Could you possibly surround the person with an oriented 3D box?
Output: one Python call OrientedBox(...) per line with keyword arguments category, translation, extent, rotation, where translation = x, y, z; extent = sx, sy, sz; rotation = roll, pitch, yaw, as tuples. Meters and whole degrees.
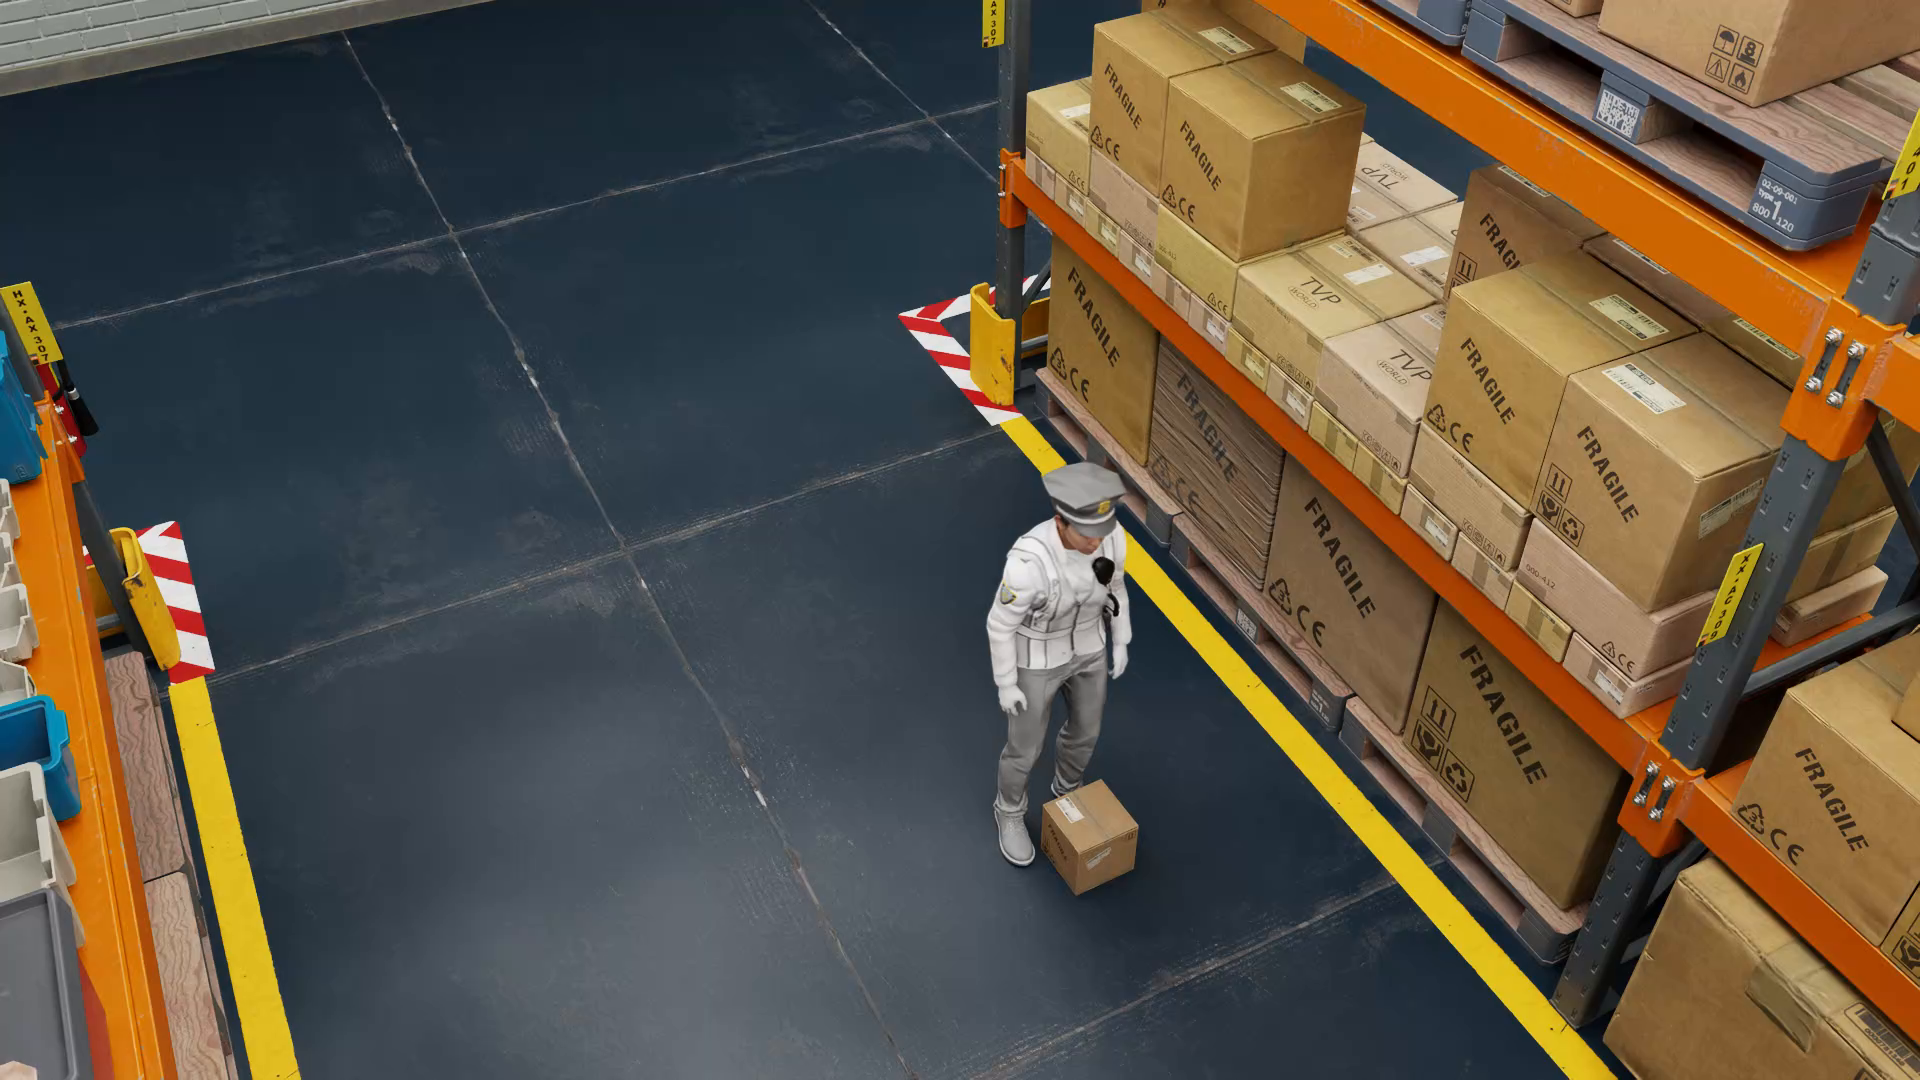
OrientedBox(category="person", translation=(0.343, 0.408, 5.694), extent=(0.524, 1.664, 0.371), rotation=(-19, 45, -20))
